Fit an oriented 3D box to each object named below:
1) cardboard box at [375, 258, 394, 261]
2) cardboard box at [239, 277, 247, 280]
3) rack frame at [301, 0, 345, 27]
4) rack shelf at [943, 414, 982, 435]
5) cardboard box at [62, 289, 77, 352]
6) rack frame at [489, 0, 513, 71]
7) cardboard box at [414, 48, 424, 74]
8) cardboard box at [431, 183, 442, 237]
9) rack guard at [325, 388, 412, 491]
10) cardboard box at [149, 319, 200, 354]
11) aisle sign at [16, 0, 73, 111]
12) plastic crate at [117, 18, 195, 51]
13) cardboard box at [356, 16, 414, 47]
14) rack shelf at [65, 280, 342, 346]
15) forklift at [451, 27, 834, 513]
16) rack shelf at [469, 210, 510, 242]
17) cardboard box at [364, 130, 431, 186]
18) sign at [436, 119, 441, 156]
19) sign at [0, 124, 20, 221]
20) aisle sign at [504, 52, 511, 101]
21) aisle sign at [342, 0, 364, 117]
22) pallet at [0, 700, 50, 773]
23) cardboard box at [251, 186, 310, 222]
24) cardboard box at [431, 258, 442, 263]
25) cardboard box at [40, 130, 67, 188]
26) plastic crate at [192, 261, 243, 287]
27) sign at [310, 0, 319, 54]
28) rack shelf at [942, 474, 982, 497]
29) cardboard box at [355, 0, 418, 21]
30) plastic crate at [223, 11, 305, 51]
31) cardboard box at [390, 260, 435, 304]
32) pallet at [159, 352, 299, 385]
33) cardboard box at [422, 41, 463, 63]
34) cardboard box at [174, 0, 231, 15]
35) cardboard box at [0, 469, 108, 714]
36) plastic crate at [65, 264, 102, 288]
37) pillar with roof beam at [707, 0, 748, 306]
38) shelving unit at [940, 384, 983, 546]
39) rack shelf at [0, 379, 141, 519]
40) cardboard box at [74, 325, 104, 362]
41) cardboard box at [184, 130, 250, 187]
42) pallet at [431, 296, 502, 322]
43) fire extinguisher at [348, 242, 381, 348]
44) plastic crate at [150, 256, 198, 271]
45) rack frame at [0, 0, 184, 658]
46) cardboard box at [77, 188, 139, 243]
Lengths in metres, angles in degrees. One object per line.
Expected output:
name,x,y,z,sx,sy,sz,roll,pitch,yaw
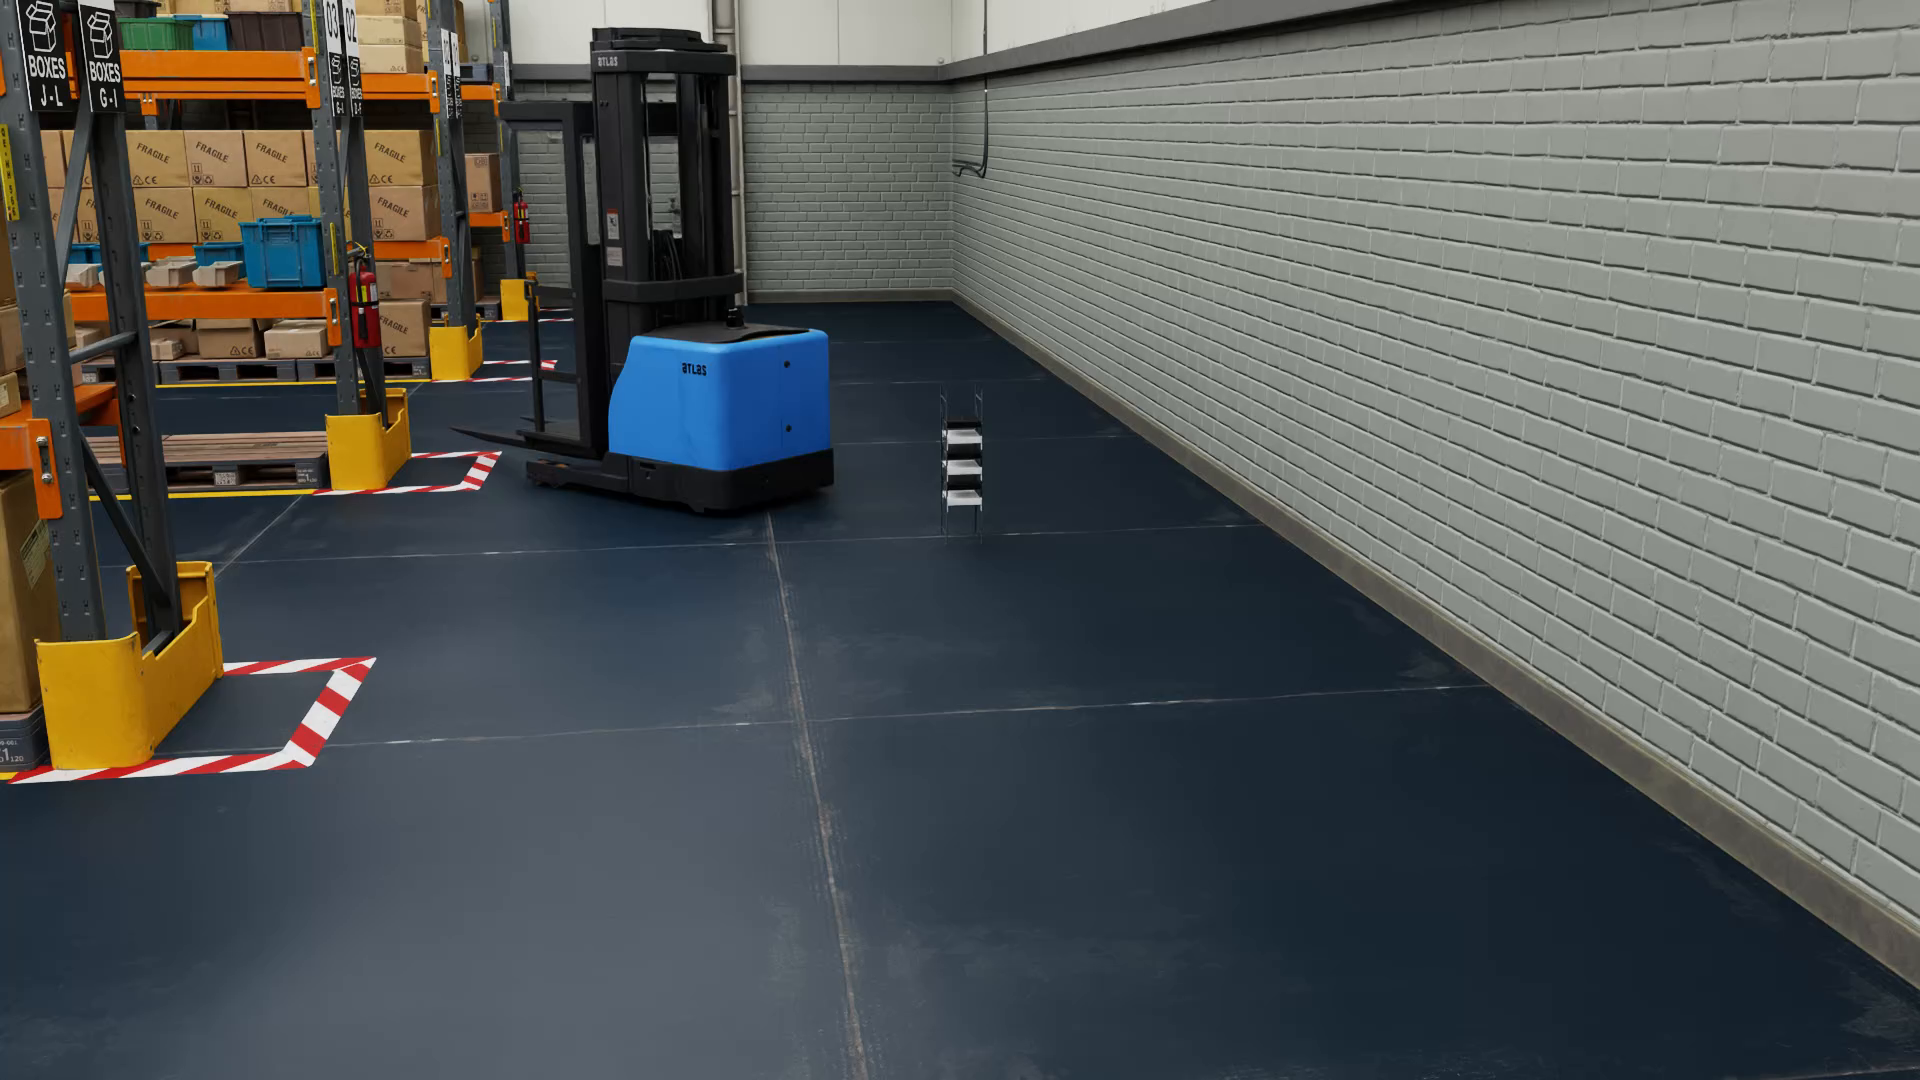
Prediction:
cardboard box,-7.171,-3.577,20.760,0.250,0.149,0.380,-2,14,-8
cardboard box,-8.789,-3.154,20.405,0.500,0.500,0.700,-2,14,-8
rack frame,-4.112,-4.832,10.489,0.127,3.000,1.000,-2,14,-8
rack shelf,0.008,-0.666,9.556,0.200,0.077,0.258,-2,14,-8
cardboard box,-3.889,-0.849,6.640,0.500,0.250,0.500,-2,14,-10
rack frame,-5.588,-7.215,19.991,0.127,3.000,1.000,-2,14,-8
cardboard box,-5.392,-4.538,15.793,0.500,0.250,0.500,-2,14,-8
cardboard box,-5.324,-3.209,16.147,0.500,0.500,0.500,-2,14,-7
rack guard,-4.090,-0.713,11.538,0.348,0.500,1.175,-2,14,-8
cardboard box,-7.539,-1.994,16.128,0.500,0.311,0.500,-2,14,-8
aisle sign,-3.258,-1.922,5.874,0.004,0.787,0.394,-2,14,-8
plastic crate,-5.045,-3.170,10.463,0.336,0.188,0.450,-2,14,-8
cardboard box,-5.316,-4.658,15.244,0.500,0.250,0.500,-2,14,-8
rack shelf,-6.090,-1.500,11.017,4.000,0.370,1.077,-2,14,-8
forklift,-2.298,-1.854,11.089,3.031,2.935,1.130,11,18,37
rack shelf,-7.566,-3.883,20.519,4.000,0.370,1.077,-2,14,-8
cardboard box,-5.245,-3.565,15.508,0.500,0.500,0.500,-2,14,-9
sign,-4.783,-3.694,15.255,0.005,0.325,0.100,-2,14,-8
sign,-3.307,-1.276,5.776,0.005,0.325,0.100,-2,14,-8
aisle sign,-5.472,-5.496,20.127,0.004,0.787,0.394,-2,14,-8
aisle sign,-4.085,-3.257,11.197,0.004,0.787,0.394,-2,14,-8
pallet,-4.153,0.670,6.616,1.213,0.211,1.003,-2,14,-8
cardboard box,-6.255,-3.044,15.487,0.500,0.500,0.500,-2,14,-8
cardboard box,-6.365,-3.513,20.504,0.250,0.149,0.380,-2,14,-9
cardboard box,-8.294,-3.451,15.056,0.500,0.500,0.500,-2,14,-7
plastic crate,-4.891,-1.750,10.952,0.243,0.136,0.396,-2,14,-8
sign,-4.014,-3.194,10.341,0.005,0.325,0.100,-2,14,-8
rack shelf,0.008,-0.317,9.644,0.200,0.077,0.258,-2,14,-8
cardboard box,-5.352,-5.079,15.381,0.500,0.500,0.700,-2,14,-8
plastic crate,-4.534,-3.366,11.081,0.590,0.269,0.497,-2,14,-8
cardboard box,-6.760,-3.228,20.704,0.500,0.500,0.700,-2,14,-8
pallet,-6.913,-1.685,16.009,1.213,0.211,1.003,-2,14,-8
cardboard box,-6.273,-5.849,19.950,0.500,0.250,0.500,-2,14,-7
cardboard box,-6.846,-5.042,15.233,0.500,0.500,0.700,-2,14,-8
cardboard box,-3.995,0.139,6.506,0.875,0.875,0.875,-2,14,-8
plastic crate,-5.742,-1.712,10.799,0.250,0.136,0.298,-2,14,-8
pillar with roof beam,-2.406,-6.485,17.082,0.400,9.000,9.100,-2,14,-8
shelving unit,0.008,-0.437,9.614,0.210,0.900,0.258,-2,14,-8
rack shelf,-5.352,-0.309,6.266,4.000,0.370,1.077,-2,14,-8
cardboard box,-8.354,-1.841,15.519,0.500,0.311,0.500,-2,14,-8
cardboard box,-6.765,-3.508,15.281,0.500,0.500,0.500,-2,14,-7
pallet,-6.367,-2.904,20.869,1.213,0.211,1.003,-2,14,-8
fire extinguisher,-3.895,-1.600,10.859,0.183,0.674,0.296,-2,14,-8
plastic crate,-5.406,-1.877,11.458,0.298,0.136,0.250,-2,14,-8
rack frame,-3.374,-0.730,6.468,0.127,3.000,1.000,-2,14,-8
cardboard box,-7.751,-2.989,15.269,0.500,0.500,0.500,-2,14,-7
